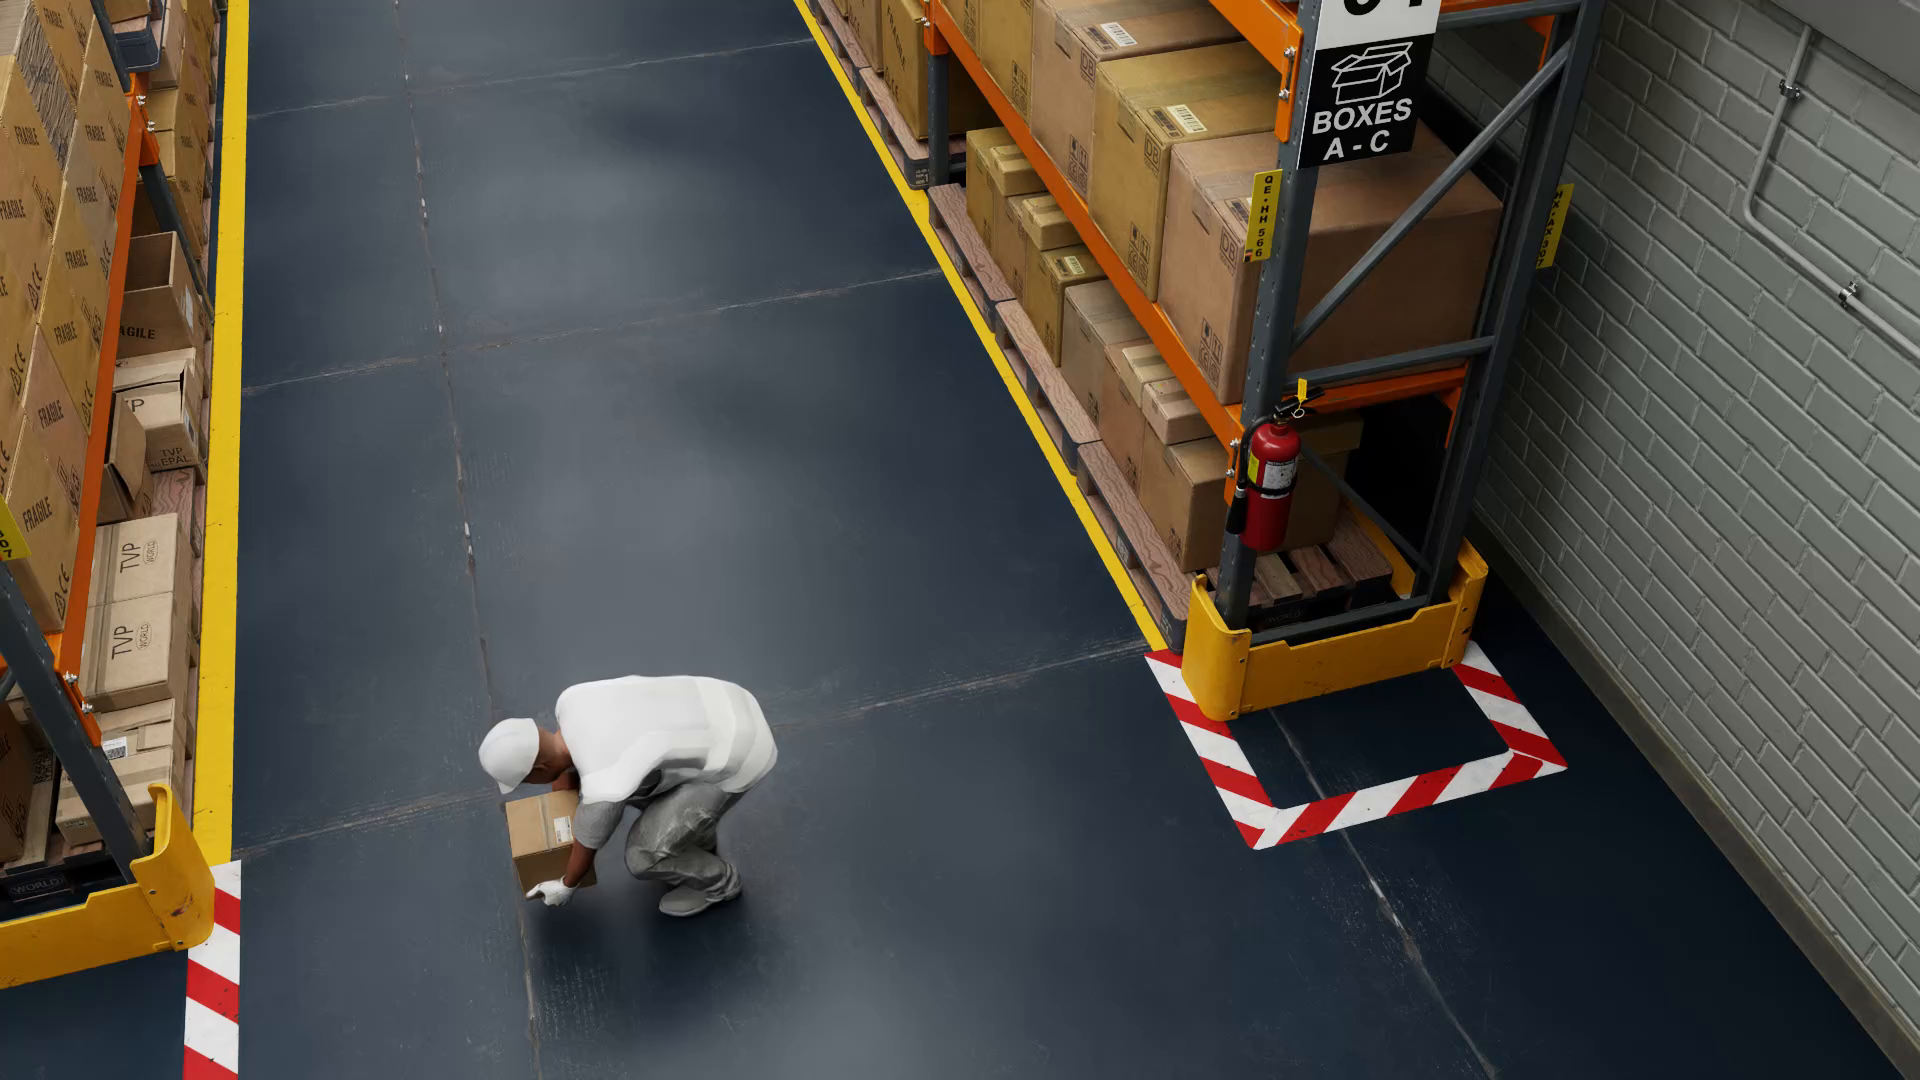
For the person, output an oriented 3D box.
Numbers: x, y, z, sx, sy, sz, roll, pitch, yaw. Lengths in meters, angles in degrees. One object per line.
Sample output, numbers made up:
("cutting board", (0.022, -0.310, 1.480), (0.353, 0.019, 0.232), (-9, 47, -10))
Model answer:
("person", (-1.101, 0.887, 5.749), (0.954, 0.994, 0.542), (-13, 44, -14))
